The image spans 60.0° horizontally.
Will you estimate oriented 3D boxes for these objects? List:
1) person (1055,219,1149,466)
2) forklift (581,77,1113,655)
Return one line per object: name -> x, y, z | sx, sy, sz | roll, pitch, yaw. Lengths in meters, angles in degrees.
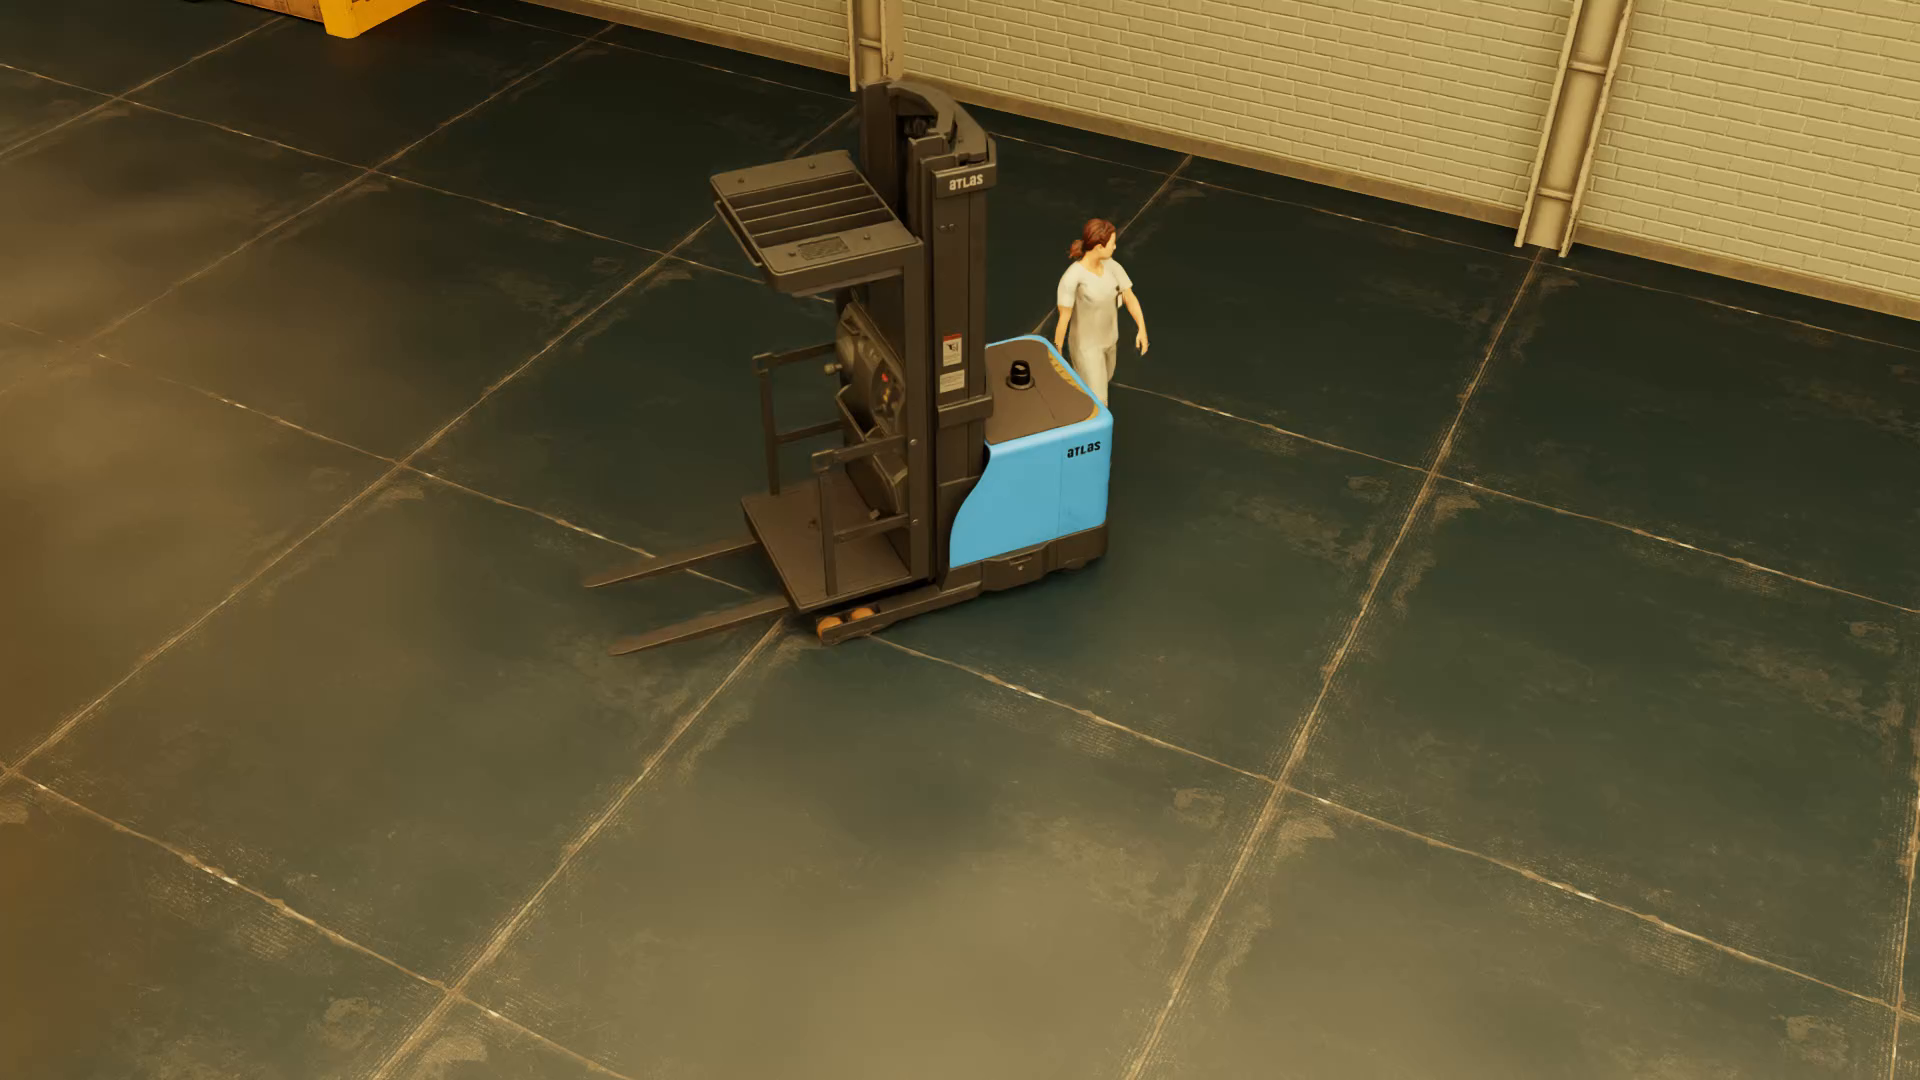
person -> 0.819, -1.220, 10.439 | 0.778, 1.589, 0.639 | 27, 47, 28
forklift -> -0.677, -0.905, 9.061 | 3.031, 2.935, 1.130 | -16, 43, -18
